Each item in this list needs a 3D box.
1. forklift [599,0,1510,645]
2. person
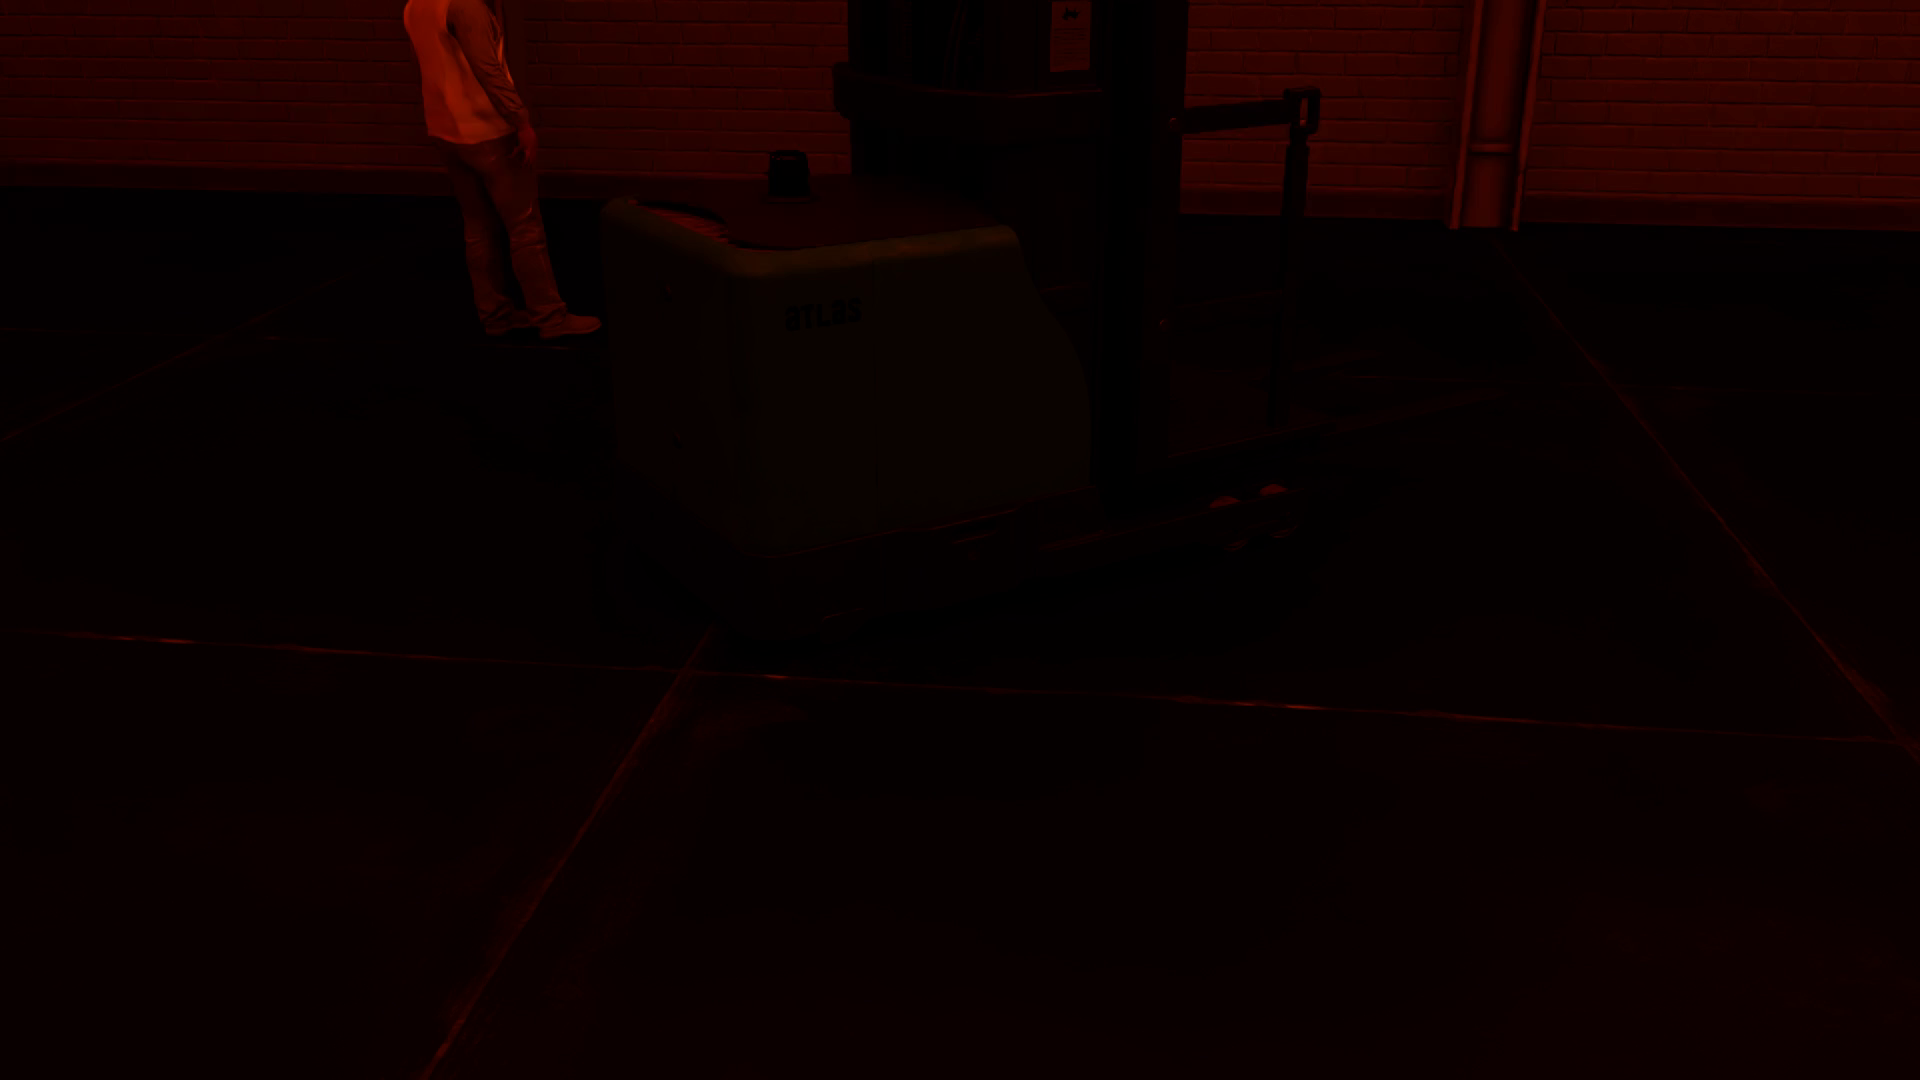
[{"bbox_3d":[0.484,-1.479,4.927,3.031,2.935,1.130,-13,25,-29],"label":"forklift"},{"bbox_3d":[-2.010,-1.761,7.157,0.630,1.773,0.570,18,28,37],"label":"person"}]
